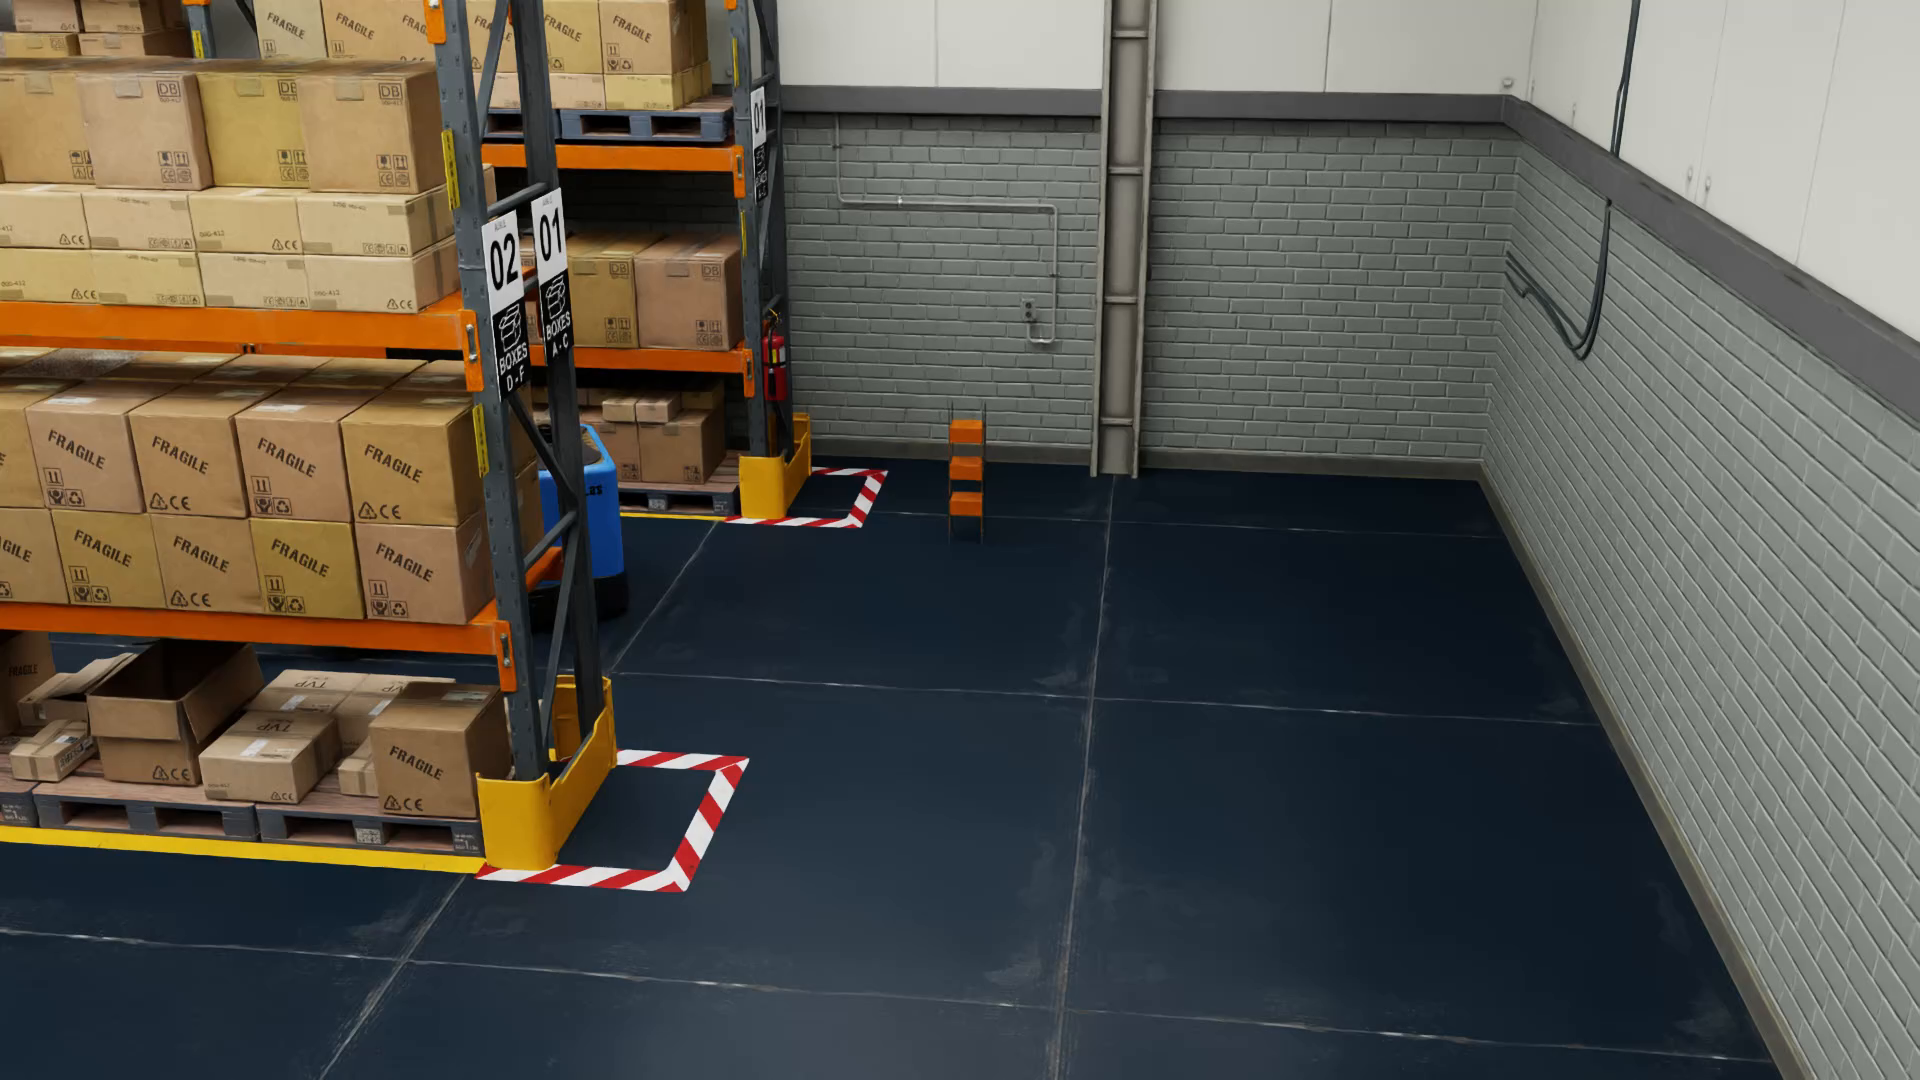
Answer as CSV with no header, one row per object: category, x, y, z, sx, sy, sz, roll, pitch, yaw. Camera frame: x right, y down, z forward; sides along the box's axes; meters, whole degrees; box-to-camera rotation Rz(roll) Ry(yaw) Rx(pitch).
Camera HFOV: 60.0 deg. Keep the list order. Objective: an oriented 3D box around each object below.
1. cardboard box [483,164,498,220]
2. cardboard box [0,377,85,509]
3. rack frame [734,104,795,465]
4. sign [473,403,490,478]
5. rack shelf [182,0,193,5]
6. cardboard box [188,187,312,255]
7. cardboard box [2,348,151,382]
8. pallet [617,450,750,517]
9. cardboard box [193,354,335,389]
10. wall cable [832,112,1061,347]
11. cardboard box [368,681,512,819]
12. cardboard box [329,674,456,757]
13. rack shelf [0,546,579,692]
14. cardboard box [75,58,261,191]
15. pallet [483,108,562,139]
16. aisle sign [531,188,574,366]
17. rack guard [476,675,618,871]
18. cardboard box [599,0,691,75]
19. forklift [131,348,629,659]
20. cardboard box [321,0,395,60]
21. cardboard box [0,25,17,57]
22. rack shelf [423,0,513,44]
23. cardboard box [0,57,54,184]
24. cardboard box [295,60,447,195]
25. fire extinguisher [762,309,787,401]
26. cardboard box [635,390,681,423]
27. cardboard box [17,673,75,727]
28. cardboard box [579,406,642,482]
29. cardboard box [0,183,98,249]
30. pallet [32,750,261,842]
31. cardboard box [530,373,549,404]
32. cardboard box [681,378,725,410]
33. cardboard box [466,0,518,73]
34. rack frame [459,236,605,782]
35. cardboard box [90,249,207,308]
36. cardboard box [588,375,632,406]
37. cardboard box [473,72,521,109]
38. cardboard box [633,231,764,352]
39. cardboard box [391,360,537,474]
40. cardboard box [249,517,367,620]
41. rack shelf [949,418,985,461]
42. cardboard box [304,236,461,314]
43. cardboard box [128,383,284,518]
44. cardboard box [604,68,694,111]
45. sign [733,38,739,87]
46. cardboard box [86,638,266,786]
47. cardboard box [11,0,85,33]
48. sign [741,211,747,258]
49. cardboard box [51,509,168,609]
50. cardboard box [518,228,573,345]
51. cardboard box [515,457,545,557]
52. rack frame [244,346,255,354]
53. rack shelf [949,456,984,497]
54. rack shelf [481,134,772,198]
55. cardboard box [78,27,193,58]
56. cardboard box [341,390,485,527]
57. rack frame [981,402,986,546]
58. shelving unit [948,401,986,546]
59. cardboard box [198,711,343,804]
cardboard box,-2.549,-1.637,7.946,0.500,0.250,0.500,2,22,6
cardboard box,-4.584,-0.479,8.076,0.500,0.500,0.500,2,22,5
rack frame,-1.490,-1.771,12.840,0.127,3.000,1.000,2,22,6
sign,-2.155,-0.446,7.484,0.005,0.325,0.100,2,22,6
rack shelf,-7.449,-4.300,12.600,4.000,0.370,1.077,2,22,6
cardboard box,-3.106,-1.471,7.524,0.500,0.250,0.500,2,22,6
cardboard box,-4.500,-0.677,8.575,0.500,0.500,0.500,3,22,7
pallet,-2.294,-0.480,13.368,1.213,0.211,1.003,2,22,6
cardboard box,-3.496,-0.633,8.464,0.500,0.500,0.500,3,22,7
wall cable,-0.108,-2.534,13.387,1.851,1.984,0.084,2,22,6
cardboard box,-2.639,1.062,8.476,0.500,0.500,0.500,2,22,6
cardboard box,-3.073,0.963,9.066,0.500,0.250,0.500,2,22,6
rack shelf,-4.056,0.286,8.616,4.000,0.370,1.077,2,22,6
cardboard box,-3.577,-1.920,7.641,0.500,0.500,0.700,2,22,6
pallet,-3.443,-3.205,12.508,1.213,0.211,1.003,2,22,6
aisle sign,-1.967,-1.276,8.051,0.004,0.787,0.394,2,22,6
rack guard,-2.145,1.197,8.733,0.348,0.500,1.175,2,22,6
cardboard box,-2.249,-3.619,11.911,0.500,0.500,0.500,2,22,6
forklift,-3.796,-0.830,10.552,3.031,2.935,1.130,-8,23,-19
cardboard box,-4.277,-3.707,12.133,0.500,0.500,0.500,2,22,5
cardboard box,-7.374,-3.714,12.940,0.500,0.500,0.700,2,22,6
rack shelf,-4.056,-2.503,7.514,4.000,0.370,1.077,2,22,6
cardboard box,-4.577,-1.942,7.697,0.500,0.500,0.700,2,22,6
cardboard box,-2.582,-1.885,7.553,0.500,0.500,0.700,2,22,6
fire extinguisher,-1.395,-1.387,12.480,0.183,0.674,0.296,2,22,6
cardboard box,-2.346,-1.039,12.933,0.250,0.149,0.380,2,22,6
cardboard box,-5.063,0.901,9.360,0.250,0.149,0.380,2,22,6
cardboard box,-2.694,-0.819,13.262,0.500,0.500,0.700,2,22,6
cardboard box,-4.100,-1.513,7.631,0.500,0.250,0.500,2,22,6
pallet,-4.145,1.243,9.008,1.213,0.211,1.003,2,22,6
cardboard box,-3.309,-1.221,13.396,0.250,0.149,0.380,3,22,7
cardboard box,-2.050,-1.167,13.259,0.250,0.149,0.380,3,22,7
cardboard box,-3.264,-3.664,12.025,0.500,0.500,0.500,2,22,4
rack frame,-2.070,0.038,8.265,0.127,3.000,1.000,2,22,6
cardboard box,-3.604,-1.256,7.661,0.500,0.250,0.500,2,22,6
cardboard box,-2.801,-1.200,13.341,0.250,0.149,0.380,3,22,7
cardboard box,-3.283,-3.316,12.164,0.500,0.250,0.500,2,22,5
cardboard box,-1.998,-1.929,12.832,0.700,0.700,0.980,3,22,9
cardboard box,-2.479,-0.589,8.355,0.500,0.500,0.500,3,22,8
cardboard box,-3.062,0.050,8.098,0.500,0.500,0.500,3,22,7
rack shelf,0.053,-0.740,12.141,0.240,0.259,0.215,2,22,6
cardboard box,-2.611,-1.214,7.554,0.500,0.250,0.500,2,22,6
cardboard box,-3.561,-0.435,7.965,0.500,0.500,0.500,3,22,8
cardboard box,-2.249,-3.273,12.056,0.500,0.250,0.500,3,22,8
sign,-1.568,-3.344,11.641,0.005,0.325,0.100,2,22,6
cardboard box,-4.176,0.900,8.880,0.637,0.503,0.797,2,22,6
cardboard box,-6.871,-4.043,12.753,0.500,0.250,0.500,2,22,5
sign,-1.568,-2.222,12.084,0.005,0.325,0.100,2,22,6
cardboard box,-4.057,0.004,8.213,0.500,0.500,0.500,2,22,6
cardboard box,-3.478,-1.993,12.993,0.700,0.700,0.980,1,22,4
cardboard box,-2.479,-0.124,8.539,0.500,0.500,0.500,3,22,7
rack frame,-5.463,-1.944,13.278,0.127,3.000,1.000,2,22,6
rack shelf,0.053,-0.476,12.245,0.240,0.259,0.215,2,22,6
rack shelf,-3.477,-2.918,12.640,4.000,0.370,1.077,2,22,6
cardboard box,-6.324,-3.669,12.825,0.500,0.500,0.700,1,22,3
cardboard box,-2.544,-0.393,7.858,0.500,0.500,0.500,2,22,6
rack frame,0.174,-0.481,12.228,0.008,1.050,0.200,2,22,6
shelving unit,0.053,-0.486,12.241,0.252,1.050,0.215,2,22,6
cardboard box,-3.579,1.126,8.653,0.500,0.250,0.500,2,22,6
